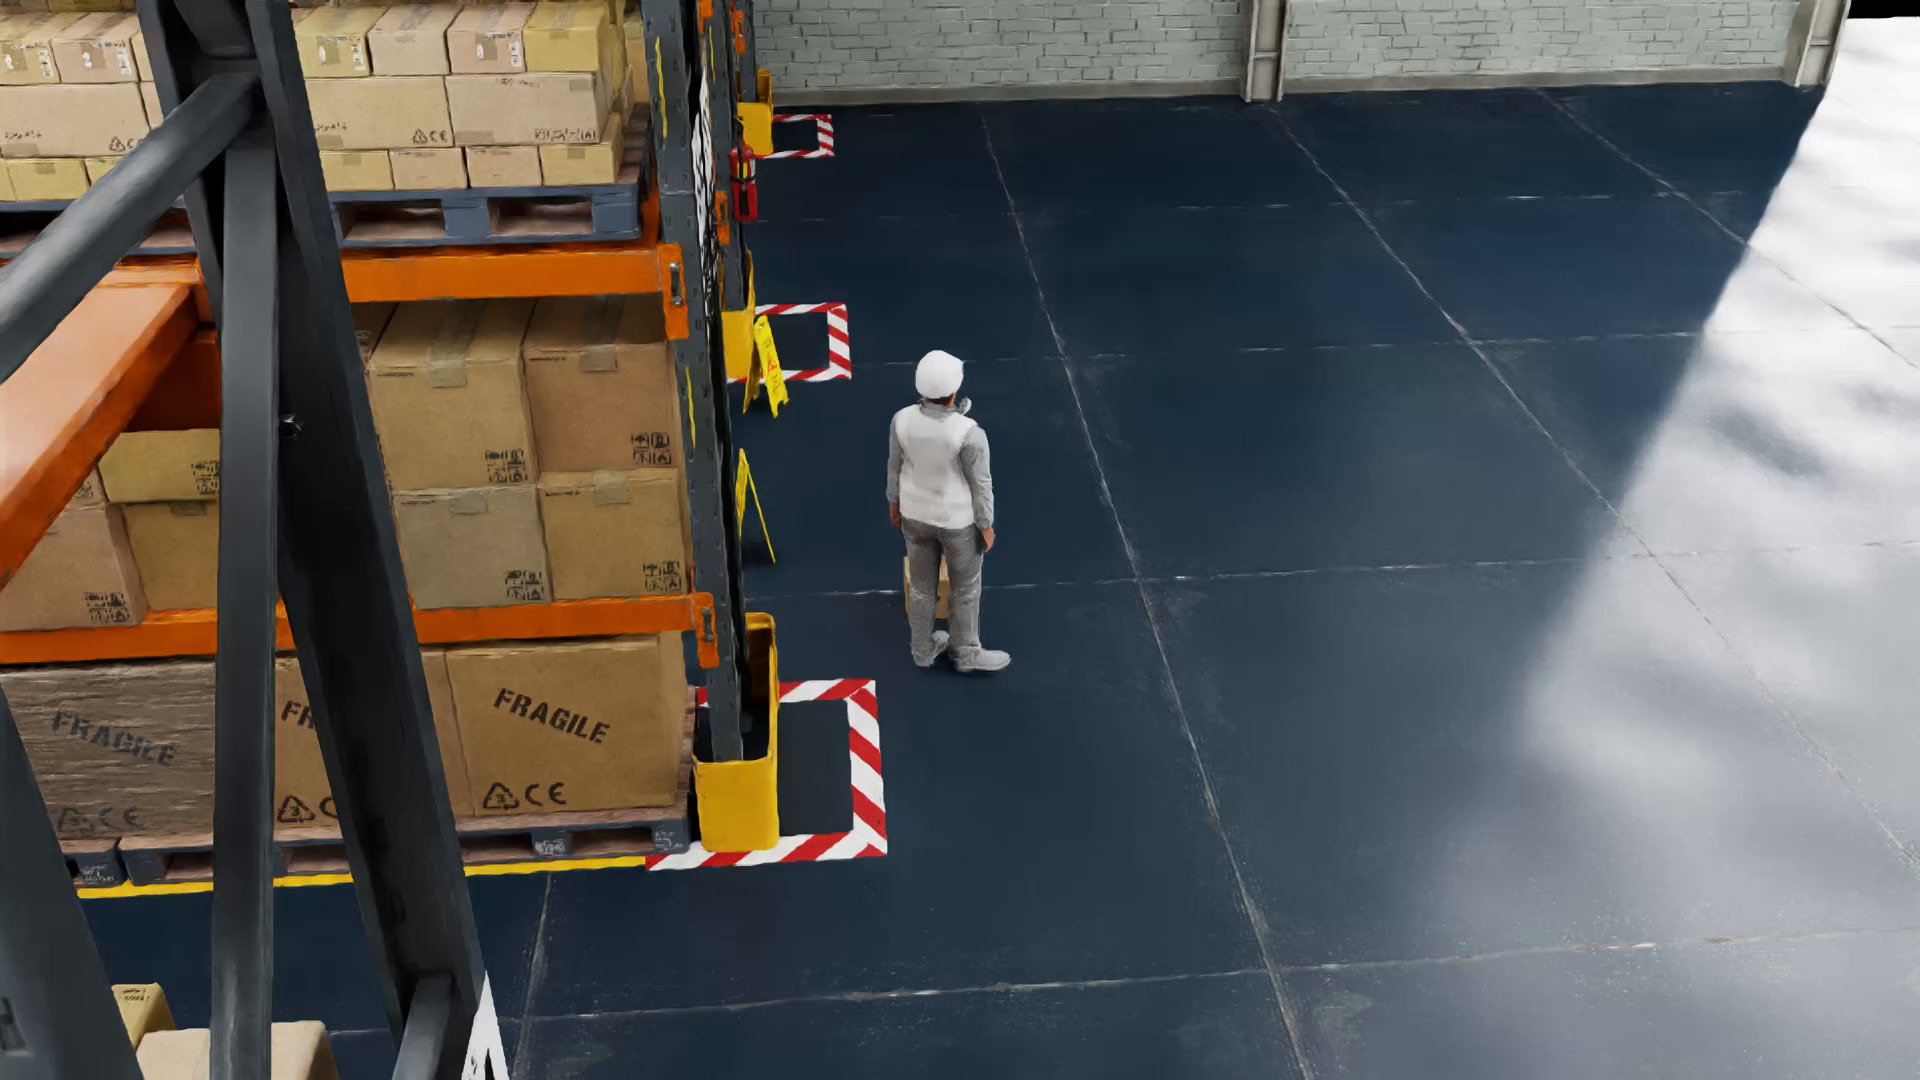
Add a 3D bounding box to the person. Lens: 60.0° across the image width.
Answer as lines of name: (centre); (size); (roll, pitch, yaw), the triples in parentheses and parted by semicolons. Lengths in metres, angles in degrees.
person: (-0.067, -0.133, 8.222); (0.637, 1.782, 0.365); (12, 33, 20)
